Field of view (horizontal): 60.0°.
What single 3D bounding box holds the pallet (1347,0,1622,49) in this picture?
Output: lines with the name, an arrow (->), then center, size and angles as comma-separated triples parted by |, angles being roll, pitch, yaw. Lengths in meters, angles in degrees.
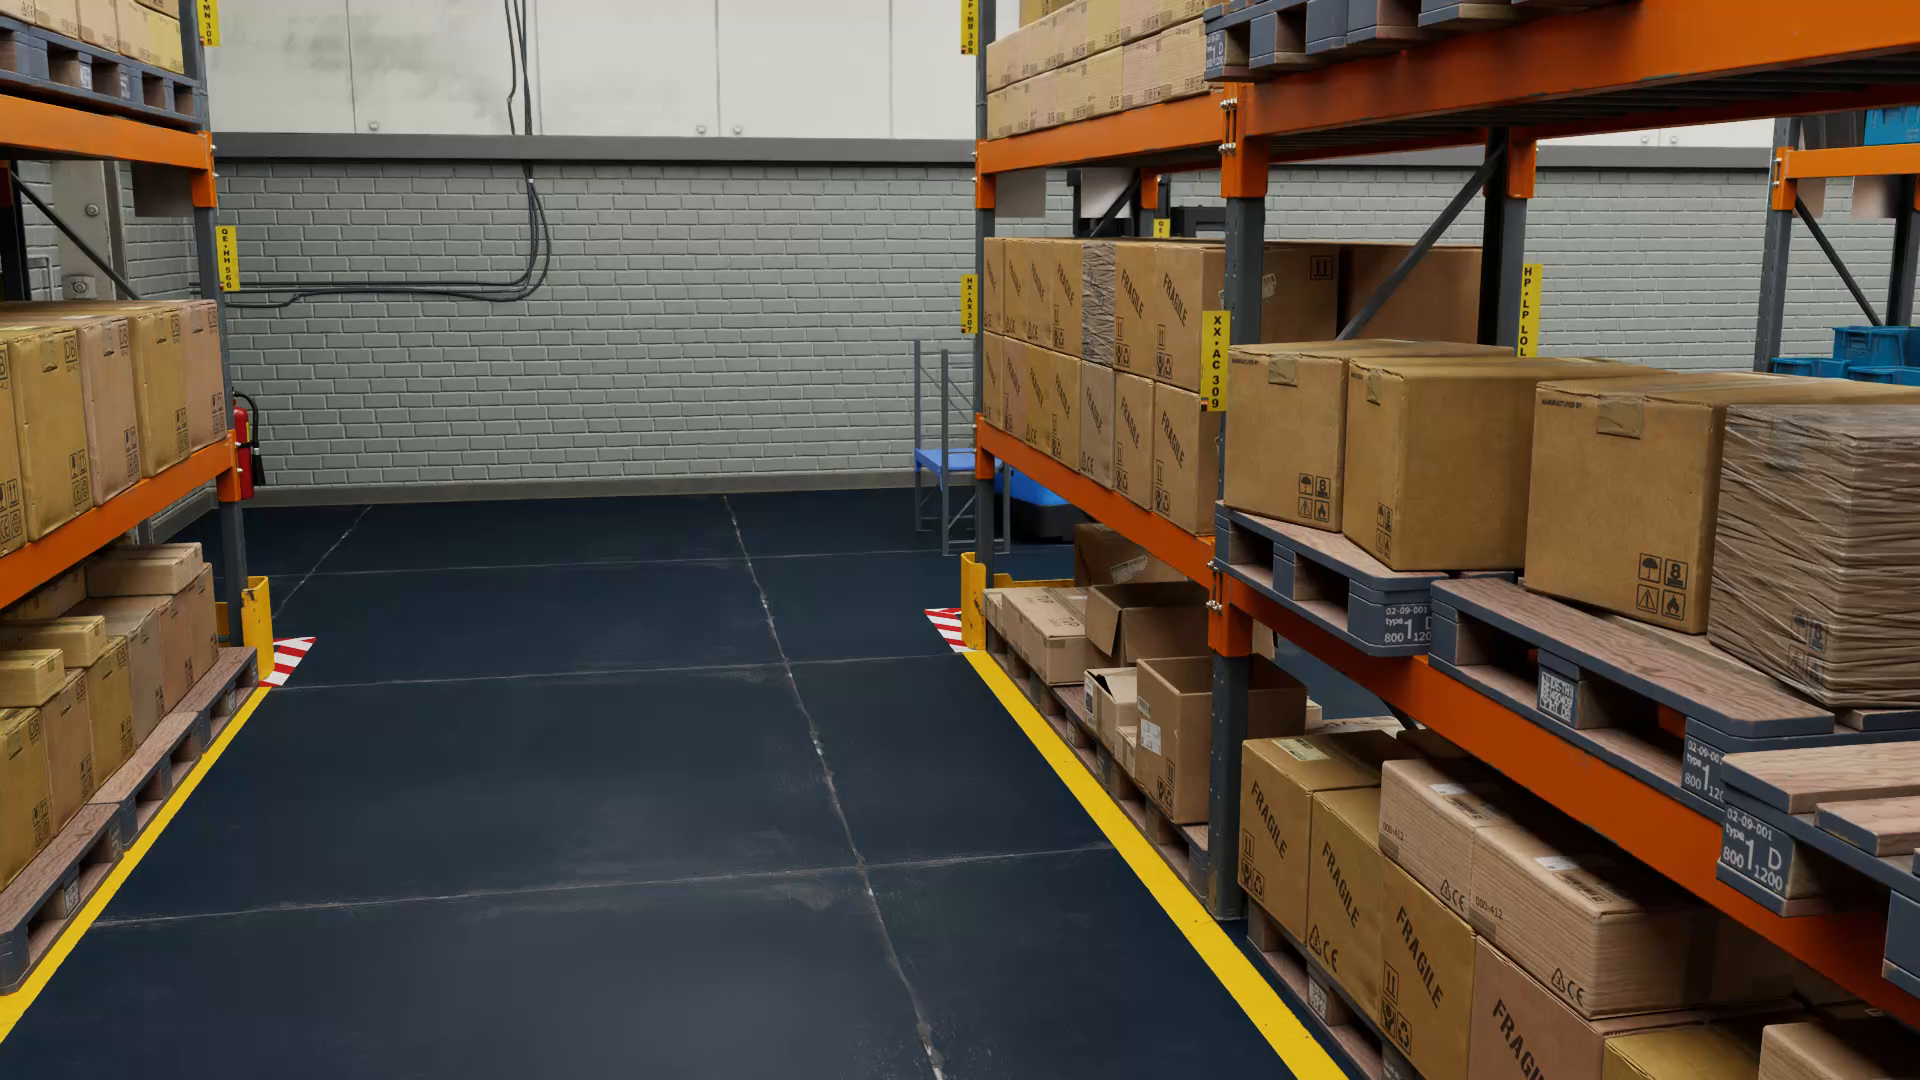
pallet -> 1.629, -1.247, 3.708 | 1.213, 0.211, 1.003 | -2, 11, -11

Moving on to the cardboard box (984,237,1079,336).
cardboard box -> 0.415, -1.361, 8.885 | 0.500, 0.500, 0.500 | -2, 11, -9

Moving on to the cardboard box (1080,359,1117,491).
cardboard box -> 0.813, -0.498, 7.026 | 0.500, 0.500, 0.500 | -2, 11, -10

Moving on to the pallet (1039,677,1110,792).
pallet -> 0.992, 0.841, 7.712 | 1.003, 0.211, 1.213 | -2, 11, -11

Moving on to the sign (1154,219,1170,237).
sign -> 1.136, -1.653, 9.415 | 0.100, 0.325, 0.005 | -2, 11, -11

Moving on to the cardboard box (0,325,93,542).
cardboard box -> -3.719, -0.379, 5.863 | 0.980, 0.700, 0.700 | -2, 11, -12

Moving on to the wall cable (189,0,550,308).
wall cable -> -5.020, -3.203, 13.763 | 3.097, 2.526, 0.112 | -2, 11, -11

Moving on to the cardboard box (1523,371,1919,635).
cardboard box -> 1.770, -0.112, 3.872 | 0.700, 0.500, 0.500 | -5, 12, -25

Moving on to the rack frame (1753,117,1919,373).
rack frame -> 5.447, -1.091, 10.408 | 1.000, 3.000, 0.127 | -2, 11, -11

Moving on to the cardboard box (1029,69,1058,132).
cardboard box -> 0.622, -2.025, 7.690 | 0.500, 0.250, 0.500 | -2, 11, -11

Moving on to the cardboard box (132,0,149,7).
cardboard box -> -3.774, -2.538, 6.993 | 0.500, 0.500, 0.500 | -2, 11, -9

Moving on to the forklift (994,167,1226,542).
forklift -> 1.706, -1.599, 13.257 | 3.031, 2.935, 1.130 | -6, 12, -27

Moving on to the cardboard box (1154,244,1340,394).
cardboard box -> 1.014, -0.802, 5.946 | 0.500, 0.500, 0.500 | -2, 11, -11

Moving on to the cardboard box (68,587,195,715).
cardboard box -> -3.939, 0.507, 7.572 | 0.700, 0.500, 0.500 | -2, 11, -11

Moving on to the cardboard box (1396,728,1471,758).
cardboard box -> 1.743, 0.914, 5.383 | 0.500, 0.500, 0.500 | -2, 11, -11

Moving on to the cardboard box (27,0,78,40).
cardboard box -> -3.560, -1.977, 6.049 | 0.500, 0.250, 0.500 | -2, 11, -13

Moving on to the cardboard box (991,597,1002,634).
cardboard box -> 0.381, 0.399, 8.979 | 0.380, 0.166, 0.250 | -2, 11, -11

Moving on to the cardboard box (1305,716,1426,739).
cardboard box -> 1.496, 0.842, 6.267 | 0.500, 0.311, 0.500 | -2, 11, -11

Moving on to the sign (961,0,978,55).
sign -> 0.056, -2.795, 9.000 | 0.100, 0.325, 0.005 | -2, 11, -11

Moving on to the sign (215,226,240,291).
sign -> -3.736, -1.433, 8.475 | 0.100, 0.325, 0.005 | -2, 11, -11

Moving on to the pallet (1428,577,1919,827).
pallet -> 1.761, 0.293, 3.648 | 1.003, 0.211, 1.213 | -2, 11, -11

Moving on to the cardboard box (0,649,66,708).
cardboard box -> -3.425, 0.495, 5.900 | 0.380, 0.149, 0.250 | -2, 11, -9

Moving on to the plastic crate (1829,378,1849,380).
plastic crate -> 5.154, -0.872, 9.802 | 0.250, 0.136, 0.298 | -2, 11, -11

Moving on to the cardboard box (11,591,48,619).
cardboard box -> -4.008, 0.313, 6.855 | 0.380, 0.149, 0.250 | -2, 11, -10

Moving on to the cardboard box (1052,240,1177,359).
cardboard box -> 0.717, -1.081, 7.410 | 0.500, 0.500, 0.500 | -2, 11, -12

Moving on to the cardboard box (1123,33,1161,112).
cardboard box -> 0.923, -1.750, 6.246 | 0.500, 0.250, 0.500 | -2, 11, -11

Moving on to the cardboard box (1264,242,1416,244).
cardboard box -> 1.449, -0.910, 6.513 | 0.500, 0.500, 0.500 | -2, 11, -13

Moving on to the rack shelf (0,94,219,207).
rack shelf -> -3.882, -1.484, 6.375 | 1.077, 0.370, 4.000 | -2, 11, -11

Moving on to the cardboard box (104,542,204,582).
cardboard box -> -3.833, 0.114, 7.905 | 0.380, 0.149, 0.250 | -2, 11, -12

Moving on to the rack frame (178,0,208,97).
rack frame -> -4.271, -3.678, 7.955 | 1.000, 3.000, 0.127 | -2, 11, -11

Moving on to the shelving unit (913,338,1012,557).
shelving unit -> 0.005, -0.720, 12.468 | 0.538, 1.500, 1.048 | -2, 11, -12

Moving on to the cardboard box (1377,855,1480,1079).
cardboard box -> 1.425, 1.120, 4.296 | 0.500, 0.500, 0.500 | -2, 11, -10

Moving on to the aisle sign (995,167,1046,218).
aisle sign -> 0.286, -2.191, 9.232 | 0.394, 0.787, 0.004 | -2, 11, -11

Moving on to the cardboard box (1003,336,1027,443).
cardboard box -> 0.521, -0.776, 8.482 | 0.500, 0.500, 0.500 | -2, 11, -12

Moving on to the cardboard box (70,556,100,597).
cardboard box -> -4.157, 0.174, 7.588 | 0.380, 0.149, 0.250 | -2, 11, -11

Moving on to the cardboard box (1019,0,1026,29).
cardboard box -> 0.704, -2.832, 8.590 | 0.700, 0.500, 0.500 | -2, 11, -11

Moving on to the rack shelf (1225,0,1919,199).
rack shelf -> 1.755, -0.932, 3.471 | 1.077, 0.370, 4.000 | -2, 11, -11

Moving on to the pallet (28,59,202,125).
pallet -> -4.116, -2.025, 7.531 | 1.003, 0.211, 1.213 | -2, 11, -11

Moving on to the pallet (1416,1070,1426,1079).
pallet -> 1.802, 1.564, 3.917 | 1.003, 0.211, 1.213 | -2, 11, -11

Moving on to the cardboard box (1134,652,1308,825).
cardboard box -> 0.977, 0.739, 6.299 | 0.500, 0.500, 0.500 | -2, 11, -11

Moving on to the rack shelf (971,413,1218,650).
rack shelf -> 0.977, -0.192, 7.606 | 1.077, 0.370, 4.000 | -2, 11, -11

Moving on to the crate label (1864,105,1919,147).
crate label -> 5.310, -2.311, 9.191 | 0.408, 0.251, 0.502 | -2, 11, -11

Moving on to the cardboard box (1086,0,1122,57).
cardboard box -> 0.816, -2.087, 6.679 | 0.500, 0.250, 0.500 | -2, 11, -11

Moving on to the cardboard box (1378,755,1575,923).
cardboard box -> 1.415, 0.746, 4.257 | 0.500, 0.250, 0.500 | -2, 11, -11

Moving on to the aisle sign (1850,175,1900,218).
aisle sign -> 5.721, -2.392, 10.291 | 0.394, 0.787, 0.004 | -2, 11, -11

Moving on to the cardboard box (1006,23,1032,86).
cardboard box -> 0.523, -2.362, 8.124 | 0.500, 0.250, 0.500 | -2, 11, -11

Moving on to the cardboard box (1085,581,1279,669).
cardboard box -> 0.995, 0.487, 7.613 | 0.797, 0.503, 0.637 | -2, 11, -11

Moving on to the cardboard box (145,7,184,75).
cardboard box -> -3.868, -2.262, 7.546 | 0.500, 0.250, 0.500 | -2, 11, -9

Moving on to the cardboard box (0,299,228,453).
cardboard box -> -4.162, -0.785, 7.998 | 0.980, 0.700, 0.700 | -2, 11, -8

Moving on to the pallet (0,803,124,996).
pallet -> -3.564, 1.230, 5.670 | 1.003, 0.211, 1.213 | -2, 11, -11

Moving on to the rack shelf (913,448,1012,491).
rack shelf -> 0.005, -0.543, 12.502 | 0.538, 0.185, 1.000 | -2, 11, -12

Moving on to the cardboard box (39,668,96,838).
cardboard box -> -3.632, 0.791, 6.081 | 0.700, 0.500, 0.500 | -2, 11, -12
